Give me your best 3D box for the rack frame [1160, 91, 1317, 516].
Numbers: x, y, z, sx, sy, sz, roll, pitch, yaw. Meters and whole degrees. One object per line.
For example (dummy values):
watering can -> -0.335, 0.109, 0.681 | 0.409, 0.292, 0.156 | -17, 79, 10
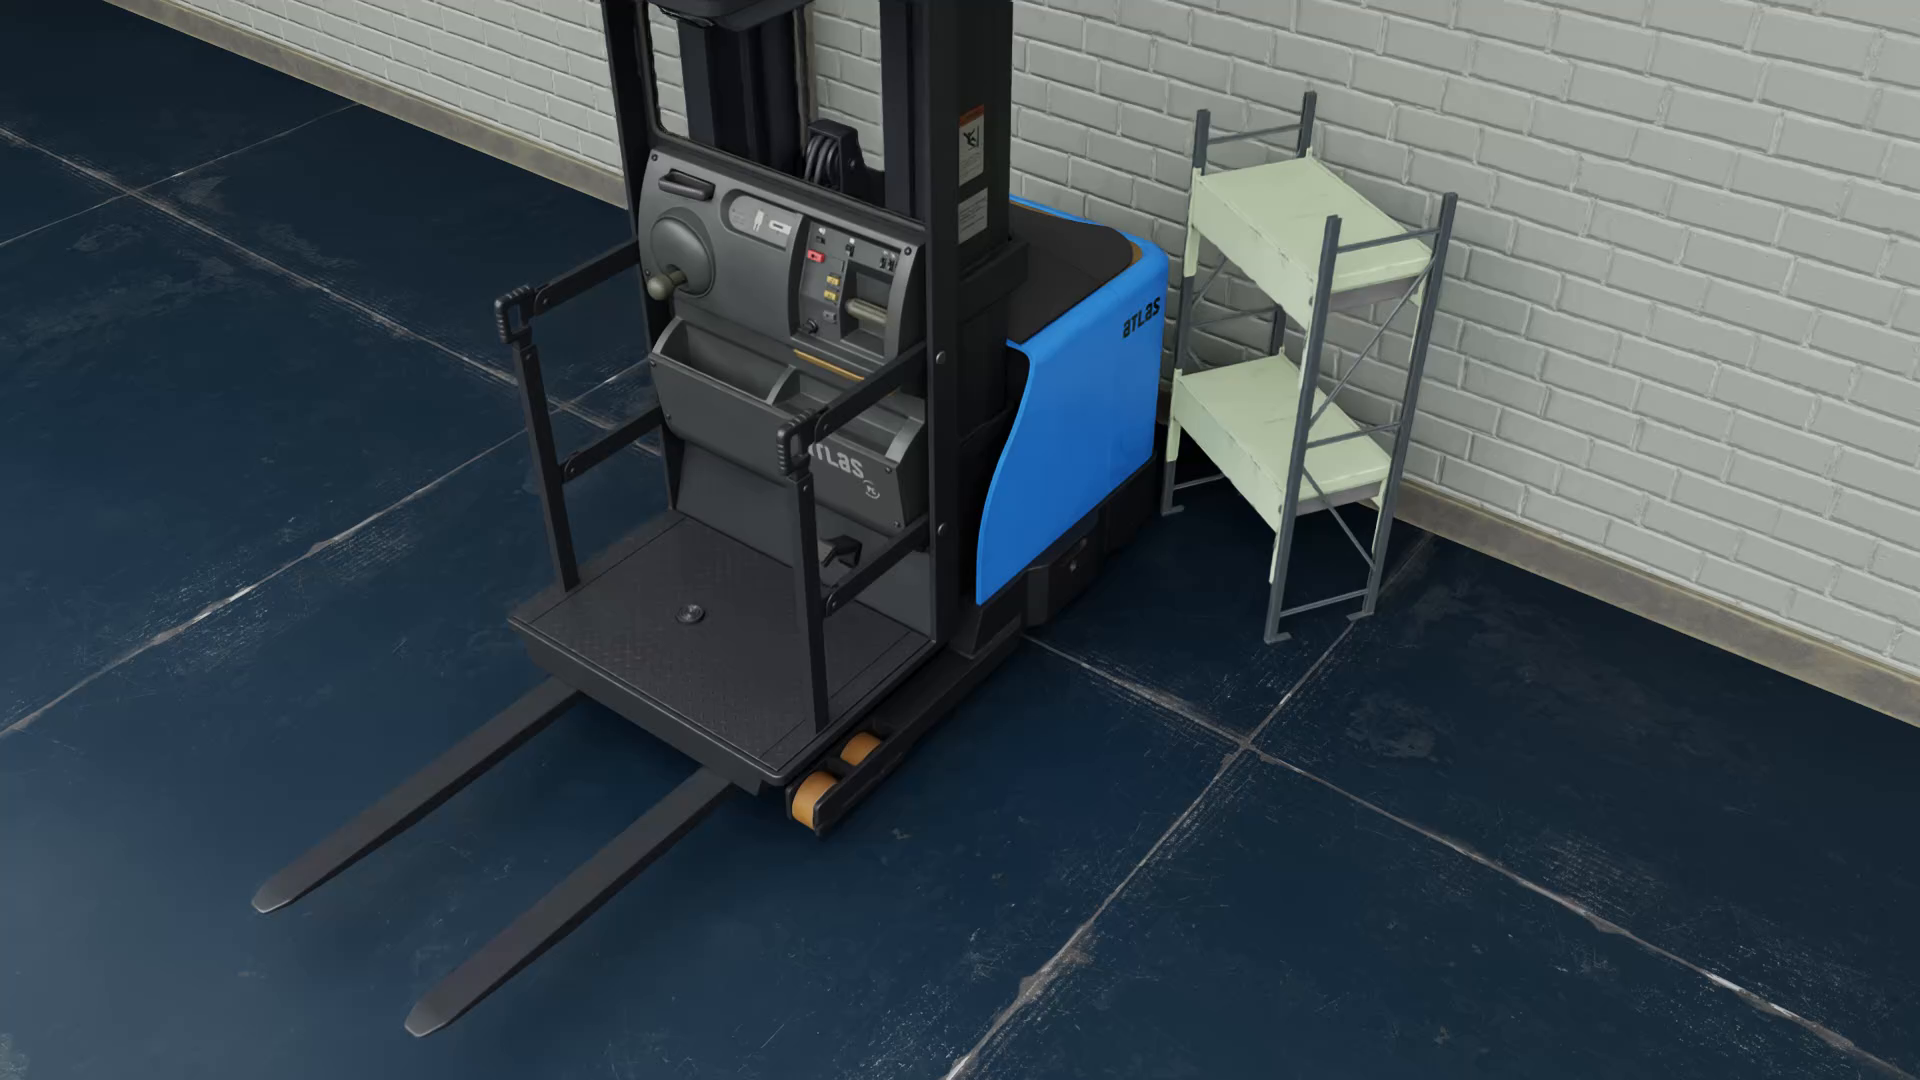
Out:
rack frame -> 0.896, -0.728, 5.463 | 0.400, 1.500, 0.023 | -14, 40, -17

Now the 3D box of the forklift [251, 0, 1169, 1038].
forklift -> -0.621, -0.679, 4.239 | 1.130, 2.935, 3.031 | 25, 44, 28

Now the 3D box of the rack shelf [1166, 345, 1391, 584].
rack shelf -> 1.030, -0.261, 5.395 | 0.431, 0.370, 0.720 | -14, 40, -17

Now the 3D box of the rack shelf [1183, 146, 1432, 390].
rack shelf -> 1.030, -0.825, 4.954 | 0.431, 0.370, 0.720 | -14, 40, -17

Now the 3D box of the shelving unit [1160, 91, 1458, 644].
shelving unit -> 1.030, -0.518, 5.194 | 0.431, 1.500, 0.755 | -14, 40, -17

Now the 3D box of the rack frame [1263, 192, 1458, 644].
rack frame -> 1.164, -0.308, 4.926 | 0.400, 1.500, 0.023 | -14, 40, -17

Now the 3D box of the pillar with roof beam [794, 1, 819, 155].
pillar with roof beam -> -3.426, -2.527, 1.678 | 0.400, 9.000, 9.100 | 25, 45, 29
